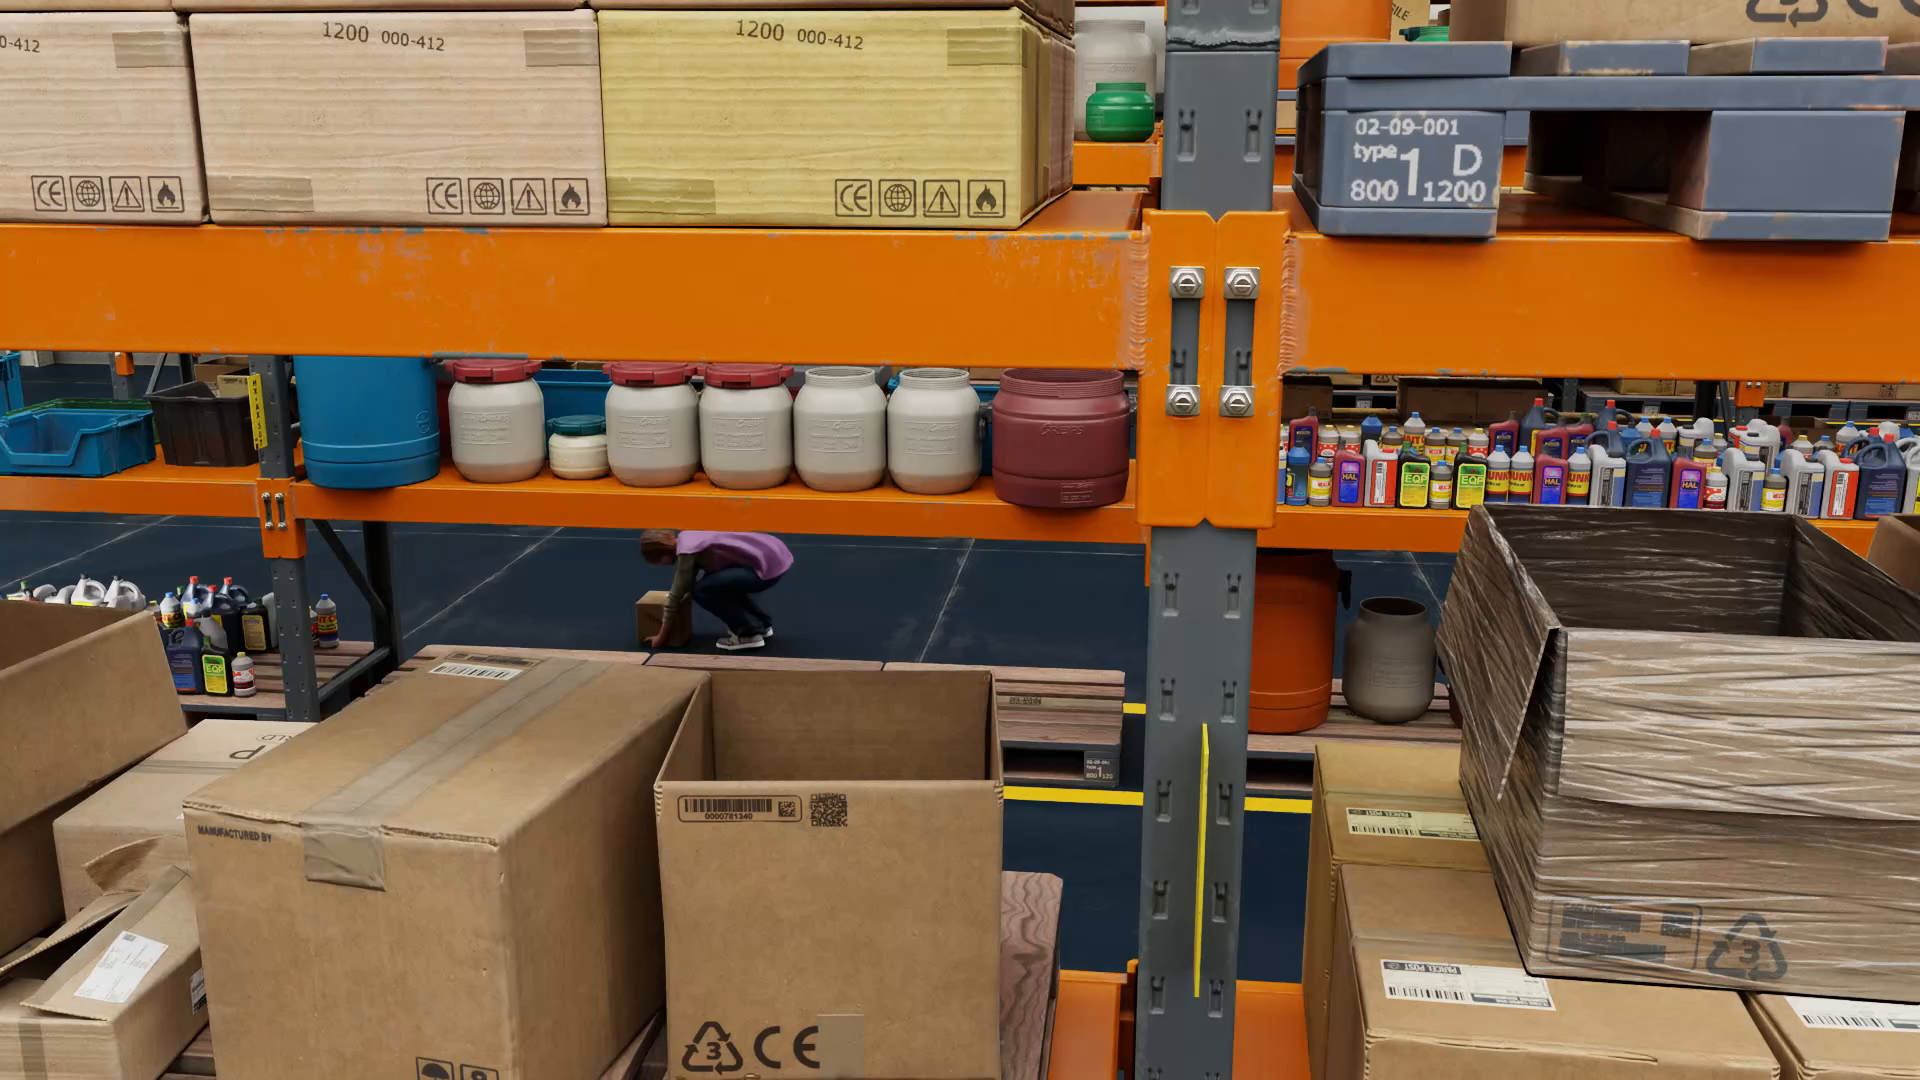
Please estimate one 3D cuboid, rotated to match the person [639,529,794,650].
[{"bbox_3d":[-1.369,0.260,9.387,0.863,0.694,0.421,1,15,5],"label":"person"}]
